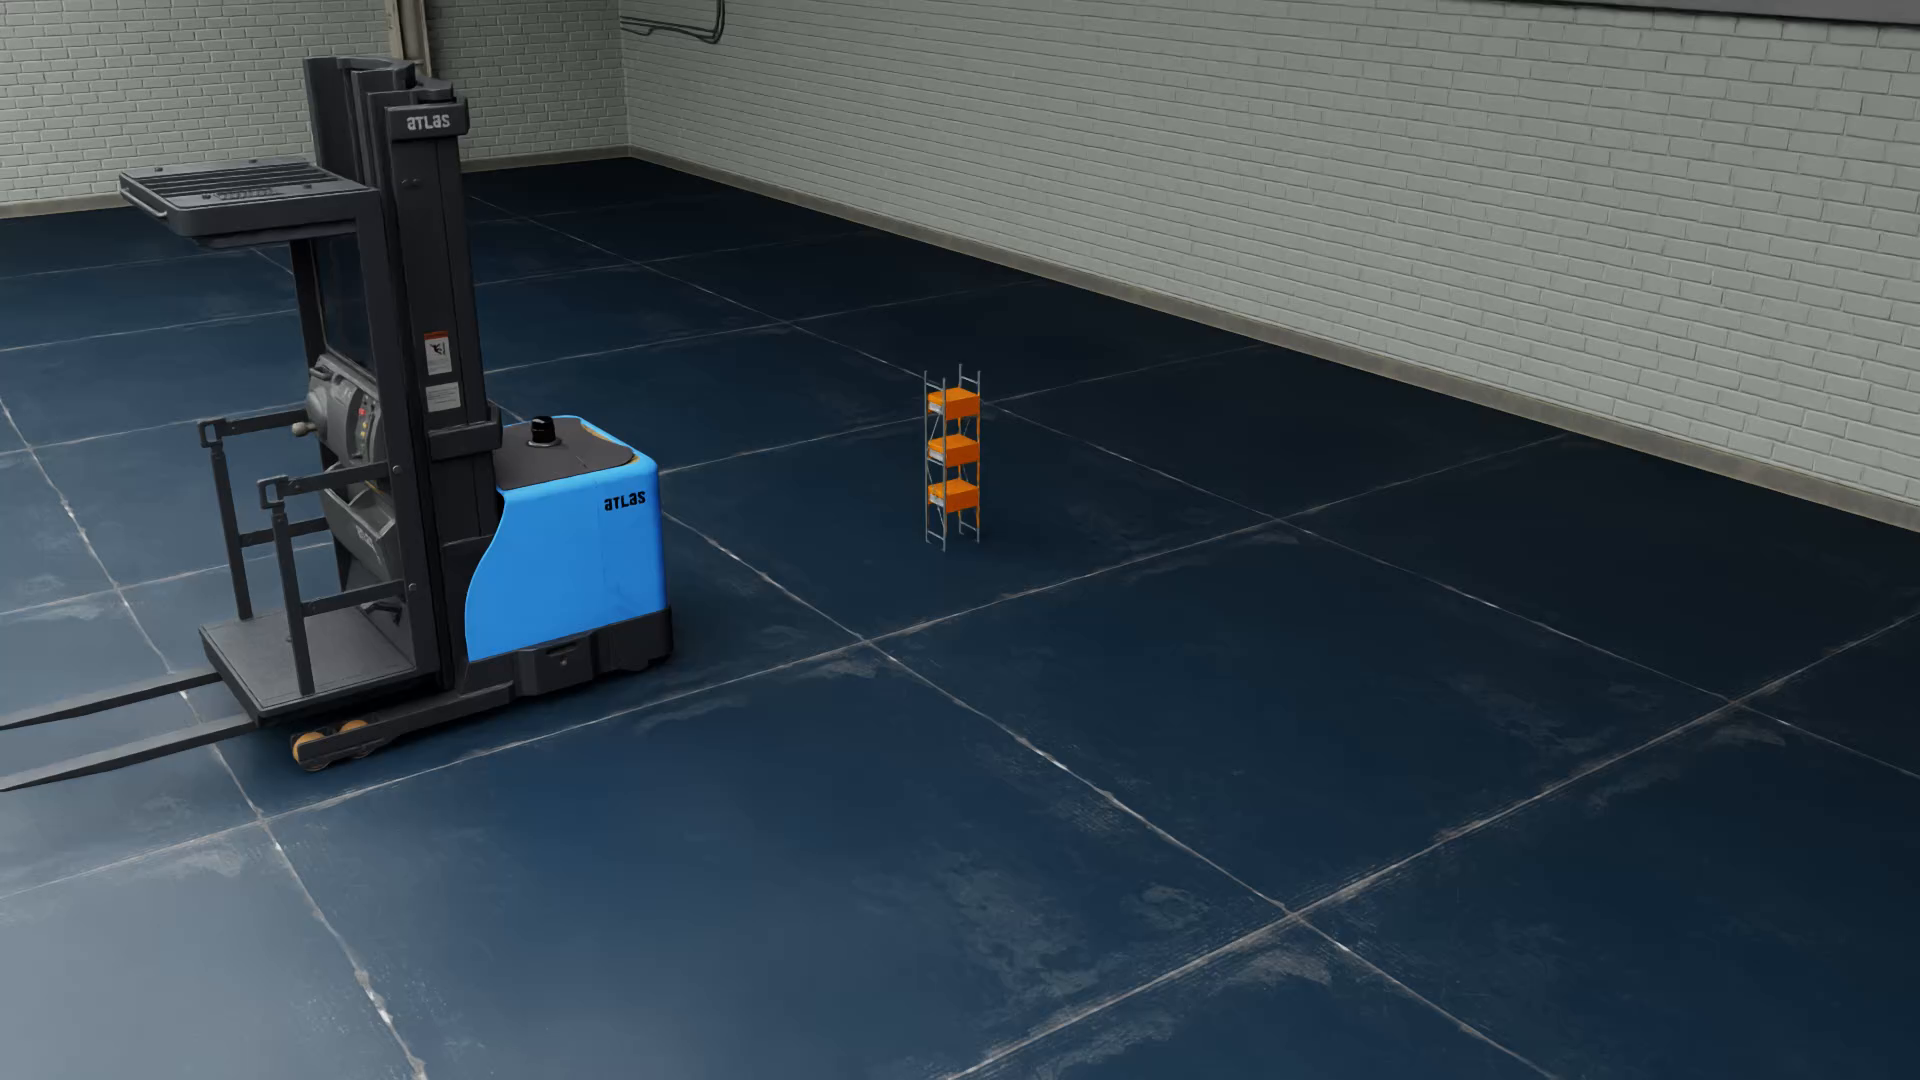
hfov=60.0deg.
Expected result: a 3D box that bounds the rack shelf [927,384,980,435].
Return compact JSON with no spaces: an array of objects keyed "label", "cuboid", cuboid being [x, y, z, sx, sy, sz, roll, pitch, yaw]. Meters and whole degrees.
[{"label":"rack shelf","cuboid":[-0.043,-0.730,9.572,0.240,0.259,0.215,-15,26,-33]}]

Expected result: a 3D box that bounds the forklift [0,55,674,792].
[{"label":"forklift","cuboid":[-2.924,-0.564,7.354,3.031,2.935,1.130,-15,26,-33]}]

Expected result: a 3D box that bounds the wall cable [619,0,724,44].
[{"label":"wall cable","cuboid":[-3.833,-7.711,21.267,0.112,2.526,3.097,-15,26,-33]}]

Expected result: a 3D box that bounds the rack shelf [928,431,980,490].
[{"label":"rack shelf","cuboid":[-0.043,-0.466,9.677,0.240,0.259,0.215,-15,26,-33]}]

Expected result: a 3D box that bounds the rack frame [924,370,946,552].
[{"label":"rack frame","cuboid":[-0.142,-0.450,9.607,0.008,1.050,0.200,-15,26,-33]}]

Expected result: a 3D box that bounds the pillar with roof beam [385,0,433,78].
[{"label":"pillar with roof beam","cuboid":[-4.482,-7.618,16.845,0.400,9.000,9.100,-15,26,-33]}]

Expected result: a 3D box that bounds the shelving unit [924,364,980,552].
[{"label":"shelving unit","cuboid":[-0.043,-0.476,9.673,0.252,1.050,0.215,-15,26,-33]}]

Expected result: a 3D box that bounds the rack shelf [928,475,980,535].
[{"label":"rack shelf","cuboid":[-0.043,-0.208,9.780,0.240,0.259,0.215,-15,26,-33]}]

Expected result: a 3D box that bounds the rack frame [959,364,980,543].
[{"label":"rack frame","cuboid":[0.056,-0.502,9.739,0.008,1.050,0.200,-15,26,-33]}]
